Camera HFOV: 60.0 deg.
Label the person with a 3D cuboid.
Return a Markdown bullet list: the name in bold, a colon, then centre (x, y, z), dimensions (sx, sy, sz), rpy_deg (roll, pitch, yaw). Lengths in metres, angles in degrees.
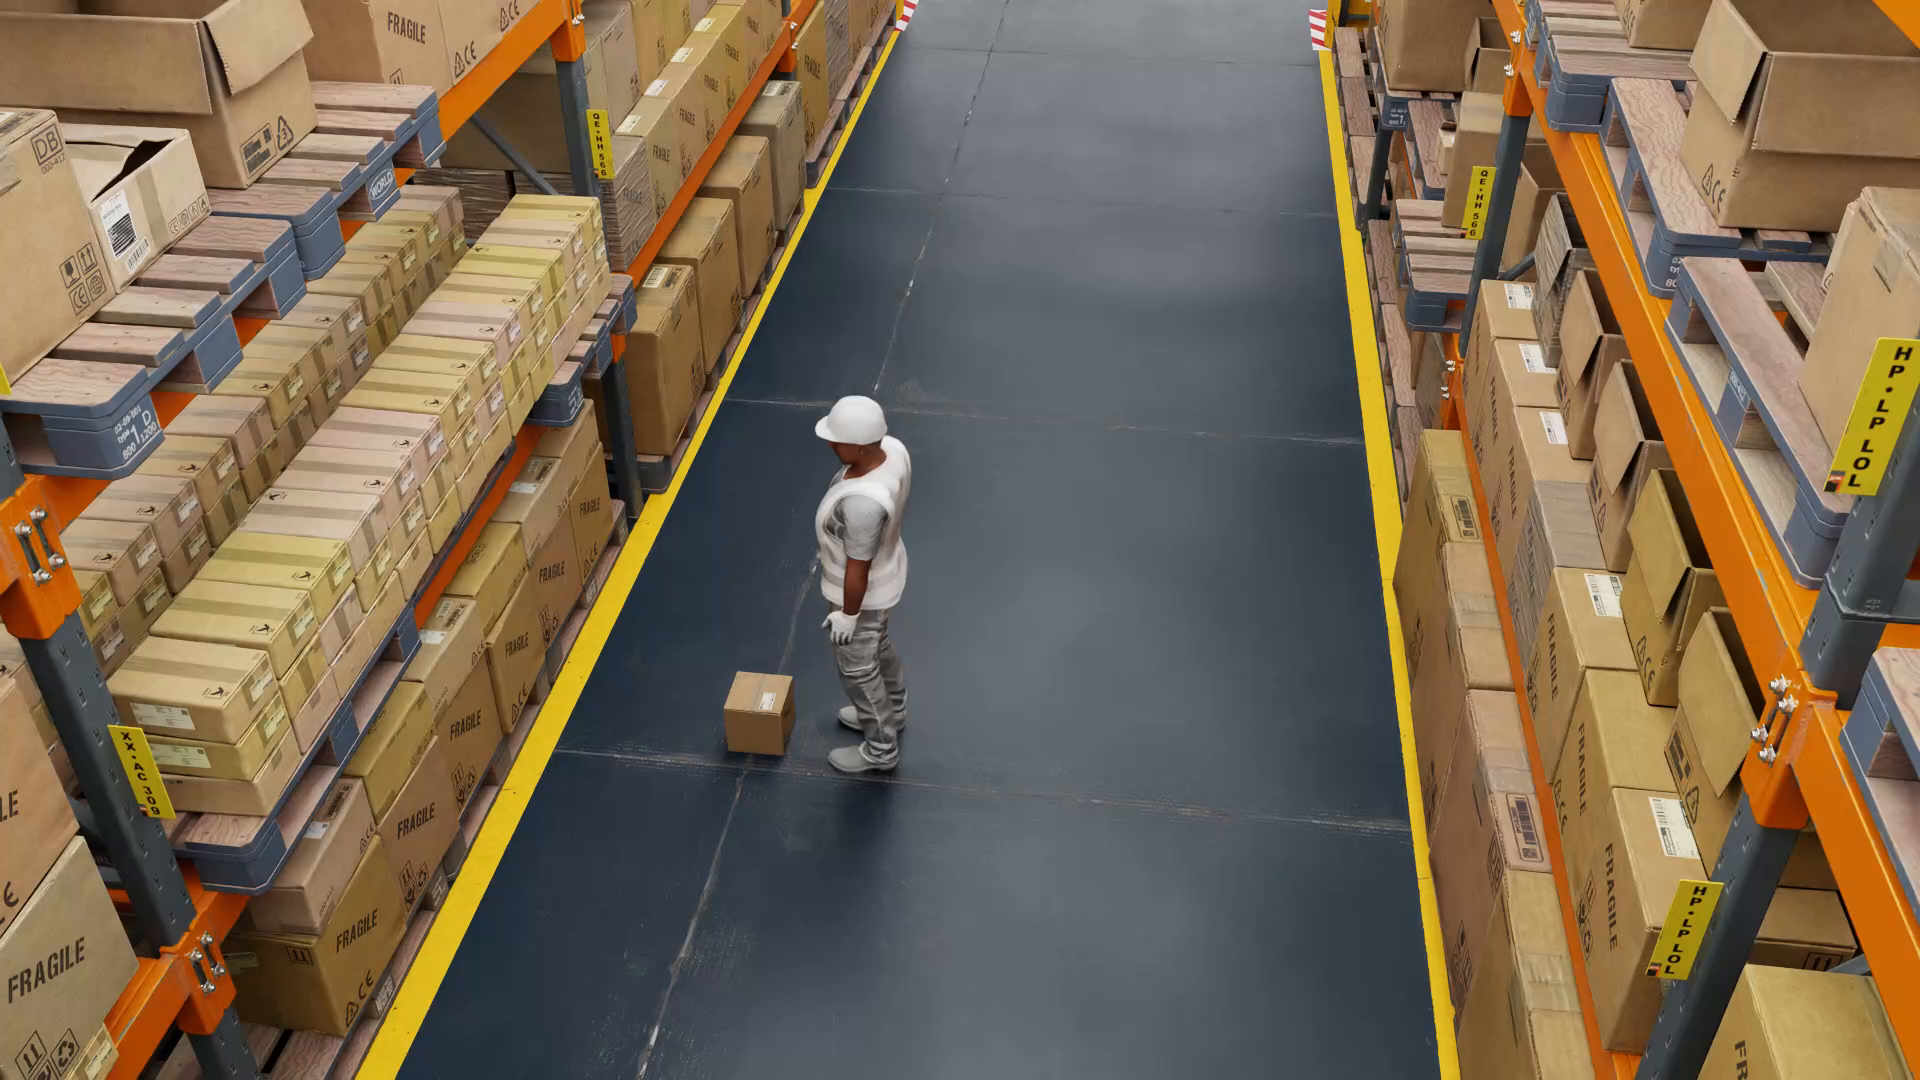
- **person**: centre (-0.390, 0.187, 6.772), dimensions (0.361, 1.781, 0.547), rpy_deg (5, 36, 7)
